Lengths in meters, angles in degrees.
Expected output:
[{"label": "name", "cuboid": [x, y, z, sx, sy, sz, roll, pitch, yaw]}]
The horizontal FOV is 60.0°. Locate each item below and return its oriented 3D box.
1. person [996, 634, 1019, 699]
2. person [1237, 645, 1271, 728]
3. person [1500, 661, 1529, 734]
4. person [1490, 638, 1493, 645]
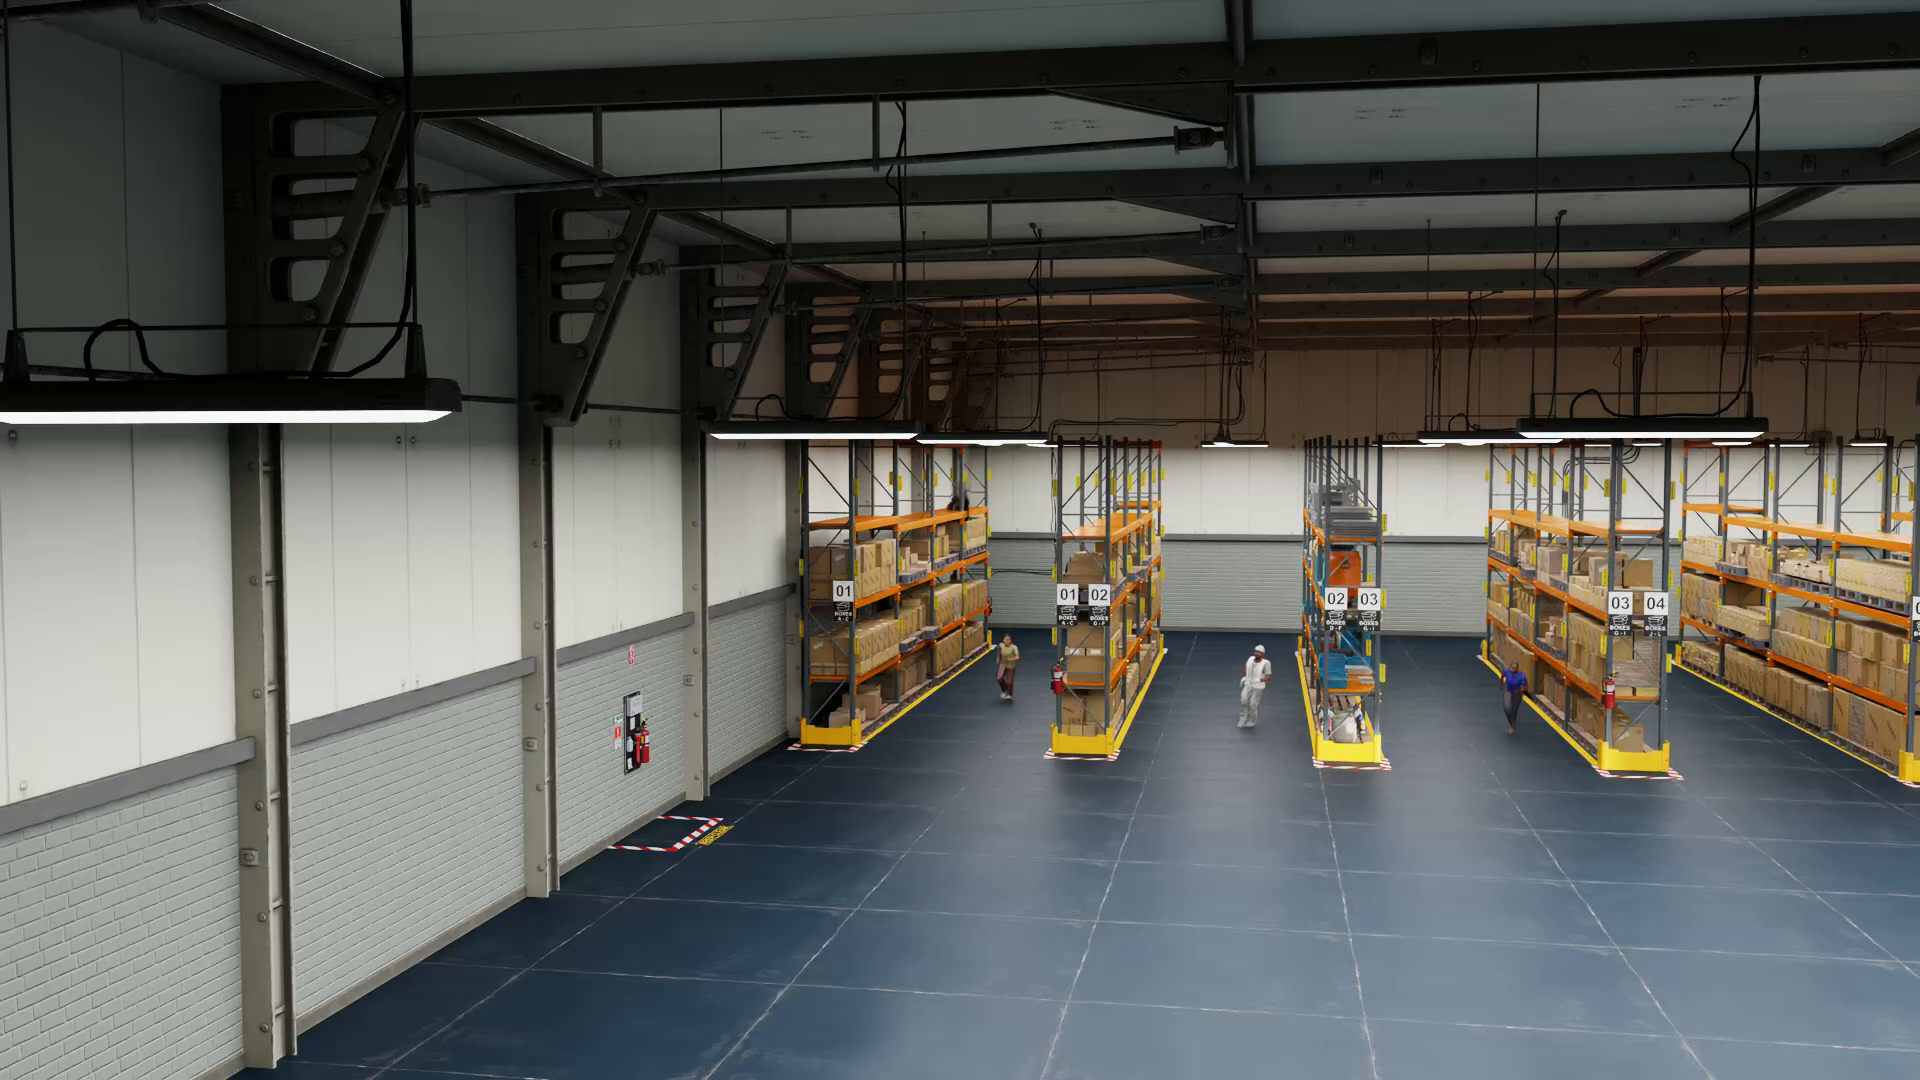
[{"label": "person", "cuboid": [1.083, 2.887, 37.921, 0.591, 1.538, 0.902, 1, 3, 11]}, {"label": "person", "cuboid": [6.023, 3.002, 34.010, 0.703, 1.718, 0.635, 2, 4, 29]}, {"label": "person", "cuboid": [11.229, 3.144, 33.694, 0.582, 1.485, 1.060, 1, 3, 22]}, {"label": "person", "cuboid": [15.167, 2.359, 46.673, 0.686, 1.649, 1.025, -2, 4, -38]}]
